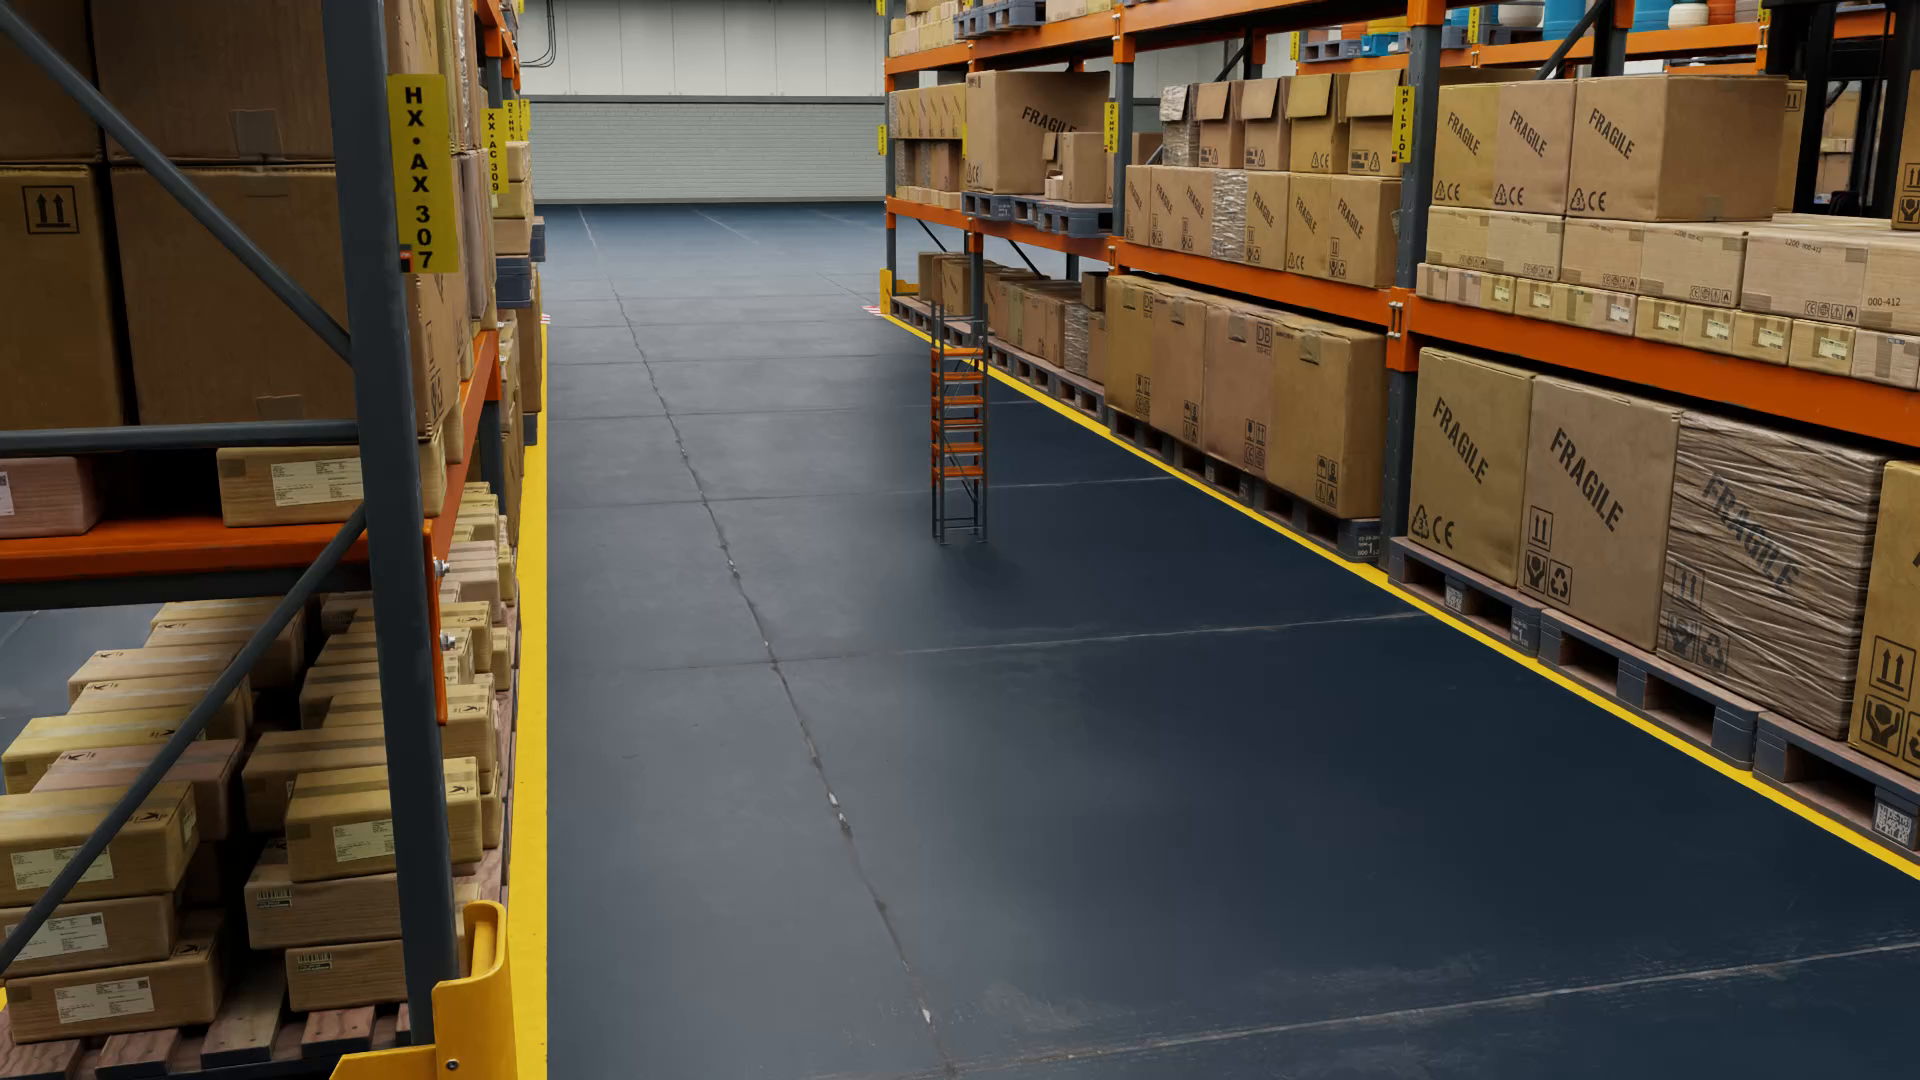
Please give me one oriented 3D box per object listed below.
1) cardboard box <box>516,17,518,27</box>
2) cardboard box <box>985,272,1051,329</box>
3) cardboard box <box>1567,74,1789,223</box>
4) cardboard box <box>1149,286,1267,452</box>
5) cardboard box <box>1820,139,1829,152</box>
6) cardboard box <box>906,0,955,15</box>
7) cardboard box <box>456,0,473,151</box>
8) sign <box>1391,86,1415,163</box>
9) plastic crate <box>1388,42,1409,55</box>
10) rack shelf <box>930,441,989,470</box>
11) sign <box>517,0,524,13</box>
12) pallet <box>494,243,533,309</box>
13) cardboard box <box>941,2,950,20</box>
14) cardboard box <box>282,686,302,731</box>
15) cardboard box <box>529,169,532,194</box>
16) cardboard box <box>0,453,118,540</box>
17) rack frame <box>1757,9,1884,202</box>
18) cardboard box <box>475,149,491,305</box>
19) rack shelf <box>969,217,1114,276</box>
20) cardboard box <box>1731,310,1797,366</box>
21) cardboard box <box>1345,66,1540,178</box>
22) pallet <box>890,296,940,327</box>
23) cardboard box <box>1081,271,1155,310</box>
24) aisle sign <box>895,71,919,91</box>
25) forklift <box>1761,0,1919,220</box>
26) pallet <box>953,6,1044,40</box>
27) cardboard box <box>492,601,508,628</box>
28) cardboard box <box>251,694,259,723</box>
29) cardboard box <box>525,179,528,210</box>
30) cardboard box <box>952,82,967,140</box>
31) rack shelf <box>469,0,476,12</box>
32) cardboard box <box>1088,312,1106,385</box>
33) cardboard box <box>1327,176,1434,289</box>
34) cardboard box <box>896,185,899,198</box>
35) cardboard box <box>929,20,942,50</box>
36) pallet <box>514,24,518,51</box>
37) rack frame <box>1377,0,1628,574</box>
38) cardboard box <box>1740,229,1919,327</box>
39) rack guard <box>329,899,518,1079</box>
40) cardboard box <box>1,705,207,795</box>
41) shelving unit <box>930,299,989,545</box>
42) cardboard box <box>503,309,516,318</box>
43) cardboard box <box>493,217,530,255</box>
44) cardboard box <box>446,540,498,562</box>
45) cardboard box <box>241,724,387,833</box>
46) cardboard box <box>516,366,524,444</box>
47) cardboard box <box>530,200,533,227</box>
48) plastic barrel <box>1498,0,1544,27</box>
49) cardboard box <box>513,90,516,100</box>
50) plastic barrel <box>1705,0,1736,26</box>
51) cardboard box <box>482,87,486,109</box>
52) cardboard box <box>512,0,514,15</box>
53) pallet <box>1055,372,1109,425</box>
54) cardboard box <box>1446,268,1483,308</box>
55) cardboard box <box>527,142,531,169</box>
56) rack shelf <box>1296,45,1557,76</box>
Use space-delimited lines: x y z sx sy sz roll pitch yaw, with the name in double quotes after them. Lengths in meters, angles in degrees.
-4.660 -5.264 16.765 0.380 0.149 0.250 -3 14 -12 "cardboard box"
0.542 -2.266 15.762 0.500 0.500 0.500 -4 14 -15 "cardboard box"
2.575 -1.413 6.001 0.500 0.500 0.500 -4 14 -15 "cardboard box"
1.881 -1.064 10.054 1.225 0.875 0.875 -3 14 -13 "cardboard box"
9.718 -4.382 18.466 0.380 0.149 0.250 -3 14 -13 "cardboard box"
-0.256 -5.640 16.980 0.500 0.500 0.500 -3 14 -13 "cardboard box"
-1.762 -1.430 5.017 0.500 0.500 0.500 -3 14 -12 "cardboard box"
1.951 -1.827 7.314 0.100 0.325 0.005 -3 14 -13 "sign"
4.642 -5.134 17.357 0.243 0.136 0.396 -3 14 -13 "plastic crate"
-0.003 -0.426 8.337 0.258 0.103 0.180 -3 14 -13 "rack shelf"
-4.656 -5.727 17.529 0.100 0.325 0.005 -3 14 -13 "sign"
-2.407 -1.174 7.316 1.003 0.211 1.213 -3 14 -13 "pallet"
0.033 -5.000 15.729 0.380 0.149 0.250 -4 14 -15 "cardboard box"
-2.115 0.553 4.963 0.380 0.149 0.250 -3 14 -12 "cardboard box"
-2.621 -2.021 9.398 0.380 0.149 0.250 -3 14 -12 "cardboard box"
-1.781 -0.097 3.035 0.380 0.149 0.250 -3 14 -13 "cardboard box"
6.351 -2.535 12.482 1.000 3.000 0.127 -3 14 -13 "rack frame"
-1.860 -1.060 5.608 0.500 0.500 0.500 -4 14 -15 "cardboard box"
1.067 -2.371 13.326 1.077 0.370 4.000 -3 14 -13 "rack shelf"
2.709 -0.650 5.297 0.380 0.149 0.250 -3 14 -13 "cardboard box"
2.318 -2.019 8.045 0.797 0.503 0.637 -4 14 -15 "cardboard box"
-0.168 -2.543 18.390 1.003 0.211 1.213 -3 14 -13 "pallet"
1.216 -1.897 12.632 0.500 0.250 0.500 -2 14 -7 "cardboard box"
-0.648 -5.365 18.587 0.394 0.787 0.004 -3 14 -13 "aisle sign"
5.222 -1.712 9.258 3.031 2.935 1.130 -7 15 -25 "forklift"
0.639 -4.399 14.188 1.213 0.211 1.003 -3 14 -13 "pallet"
-1.841 0.292 6.035 0.380 0.149 0.250 -4 14 -15 "cardboard box"
-2.089 0.532 4.424 0.380 0.149 0.250 -3 14 -12 "cardboard box"
-2.138 -1.545 7.448 0.380 0.149 0.250 -3 14 -12 "cardboard box"
0.224 -3.949 15.325 0.500 0.500 0.500 -3 14 -13 "cardboard box"
-1.899 -1.729 4.379 1.077 0.370 4.000 -3 14 -13 "rack shelf"
1.360 -1.412 12.224 0.700 0.500 0.500 -4 14 -16 "cardboard box"
2.101 -1.477 7.942 0.500 0.500 0.500 -3 14 -13 "cardboard box"
-0.507 -3.903 18.612 0.380 0.149 0.250 -3 14 -13 "cardboard box"
-0.001 -4.895 16.137 0.500 0.250 0.500 -3 14 -14 "cardboard box"
-5.003 -5.095 16.826 1.003 0.211 1.213 -3 14 -13 "pallet"
2.476 -1.336 7.575 1.000 3.000 0.127 -3 14 -13 "rack frame"
2.806 -0.816 5.137 0.500 0.250 0.500 -4 14 -15 "cardboard box"
-1.447 1.037 3.130 1.175 0.500 0.348 -3 14 -13 "rack guard"
-1.988 0.510 3.887 0.380 0.149 0.250 -4 14 -14 "cardboard box"
-0.003 -0.586 8.298 0.258 1.200 0.189 -3 14 -13 "shelving unit"
-2.893 -1.216 9.887 0.500 0.250 0.500 -4 14 -15 "cardboard box"
-2.014 -1.281 6.995 0.380 0.149 0.250 -4 14 -16 "cardboard box"
-1.730 0.112 5.517 0.380 0.149 0.250 -4 14 -16 "cardboard box"
-1.404 0.535 3.785 0.380 0.149 0.250 -3 14 -12 "cardboard box"
-2.781 -0.738 9.510 0.500 0.500 0.500 -3 14 -11 "cardboard box"
-2.508 -1.763 8.967 0.380 0.149 0.250 -4 14 -16 "cardboard box"
5.502 -5.283 16.291 0.421 0.512 0.421 0 14 0 "plastic barrel"
-4.536 -3.865 15.337 0.875 0.550 0.550 -3 14 -13 "cardboard box"
6.216 -4.553 13.517 0.600 0.830 0.708 -3 14 -13 "plastic barrel"
-3.524 -2.761 11.088 0.700 0.500 0.500 -3 14 -14 "cardboard box"
-4.244 -4.854 15.086 0.380 0.149 0.250 -4 14 -14 "cardboard box"
1.355 -1.084 12.421 1.003 0.211 1.213 -3 14 -13 "pallet"
2.284 -1.066 7.001 0.380 0.149 0.250 -4 14 -15 "cardboard box"
-2.563 -2.109 9.130 0.380 0.149 0.250 -3 14 -12 "cardboard box"
4.942 -5.027 17.877 1.077 0.370 4.000 -3 14 -13 "rack shelf"
